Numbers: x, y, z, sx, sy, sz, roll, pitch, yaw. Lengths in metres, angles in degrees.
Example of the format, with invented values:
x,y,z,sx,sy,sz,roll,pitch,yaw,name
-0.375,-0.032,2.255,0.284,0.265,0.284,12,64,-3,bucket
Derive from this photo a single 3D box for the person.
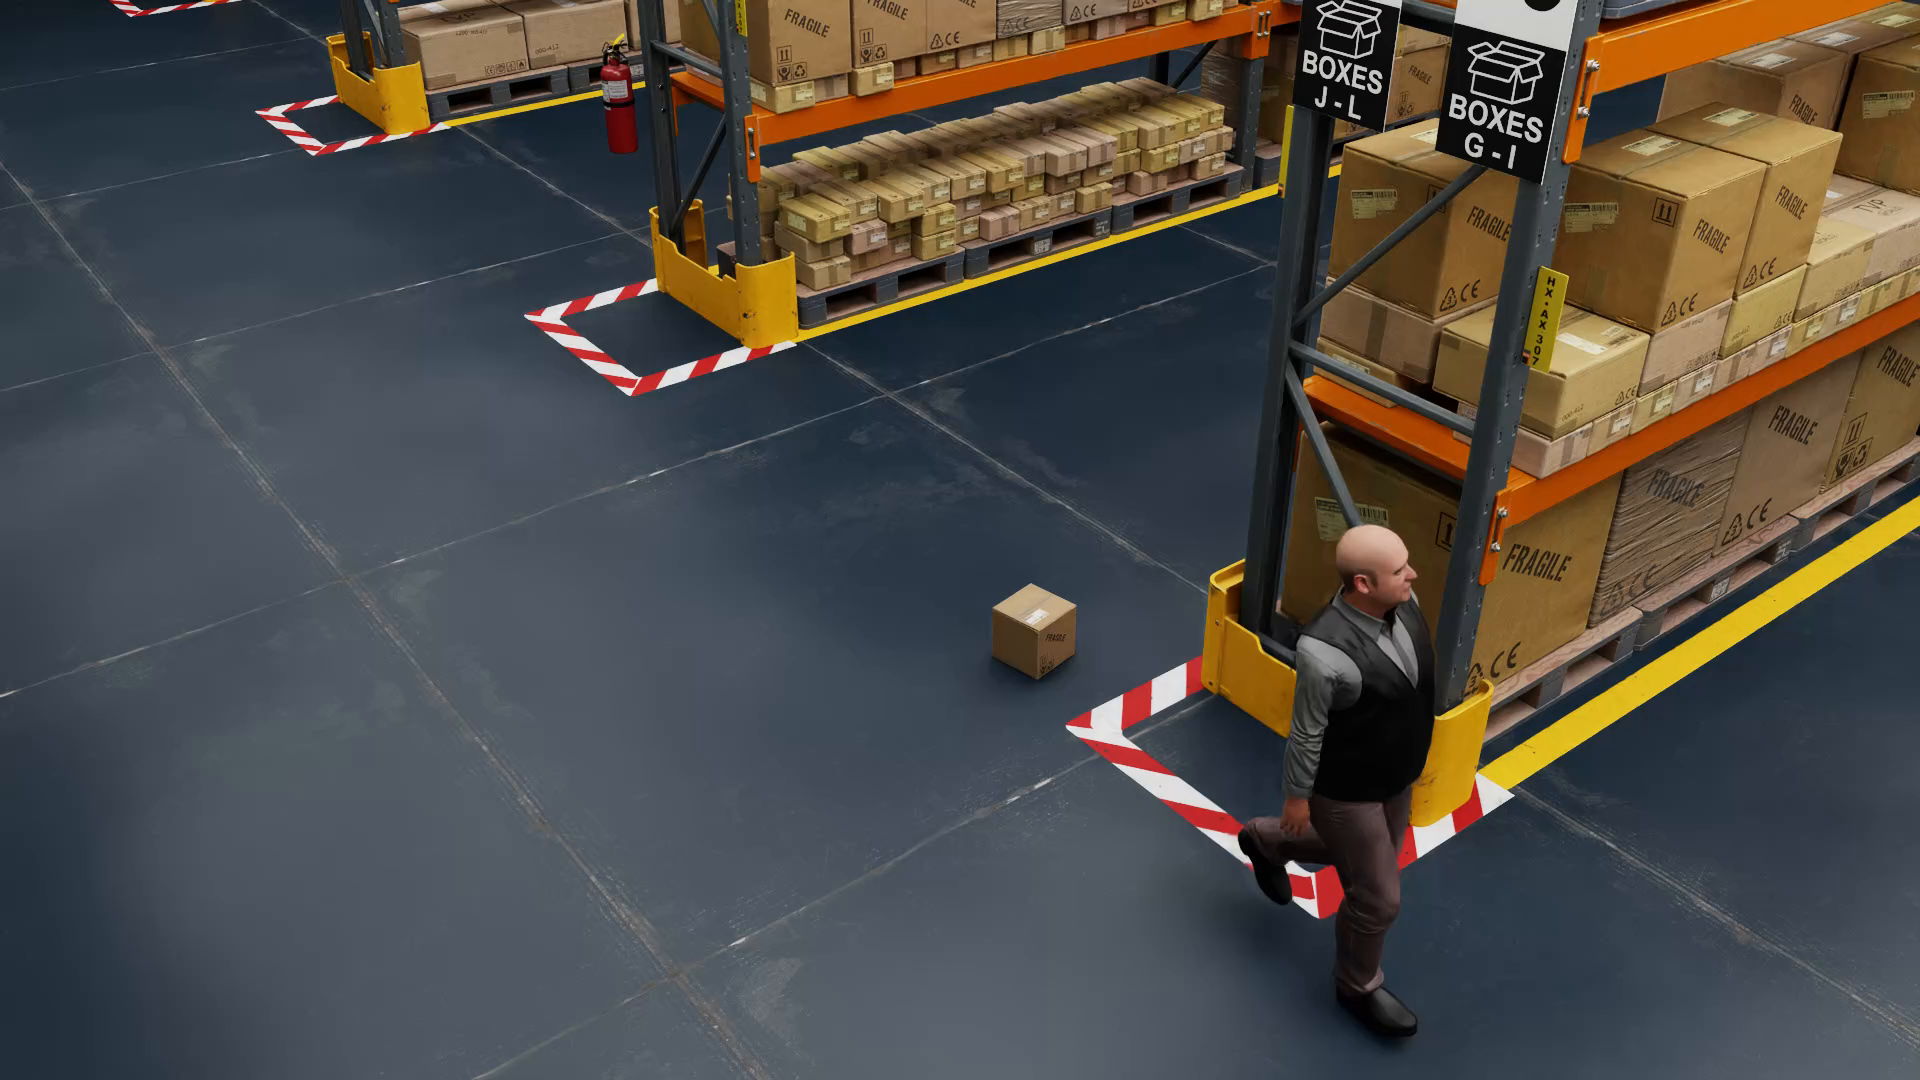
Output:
x,y,z,sx,sy,sz,roll,pitch,yaw,name
1.194,0.720,5.066,0.779,1.615,0.552,26,40,35,person
